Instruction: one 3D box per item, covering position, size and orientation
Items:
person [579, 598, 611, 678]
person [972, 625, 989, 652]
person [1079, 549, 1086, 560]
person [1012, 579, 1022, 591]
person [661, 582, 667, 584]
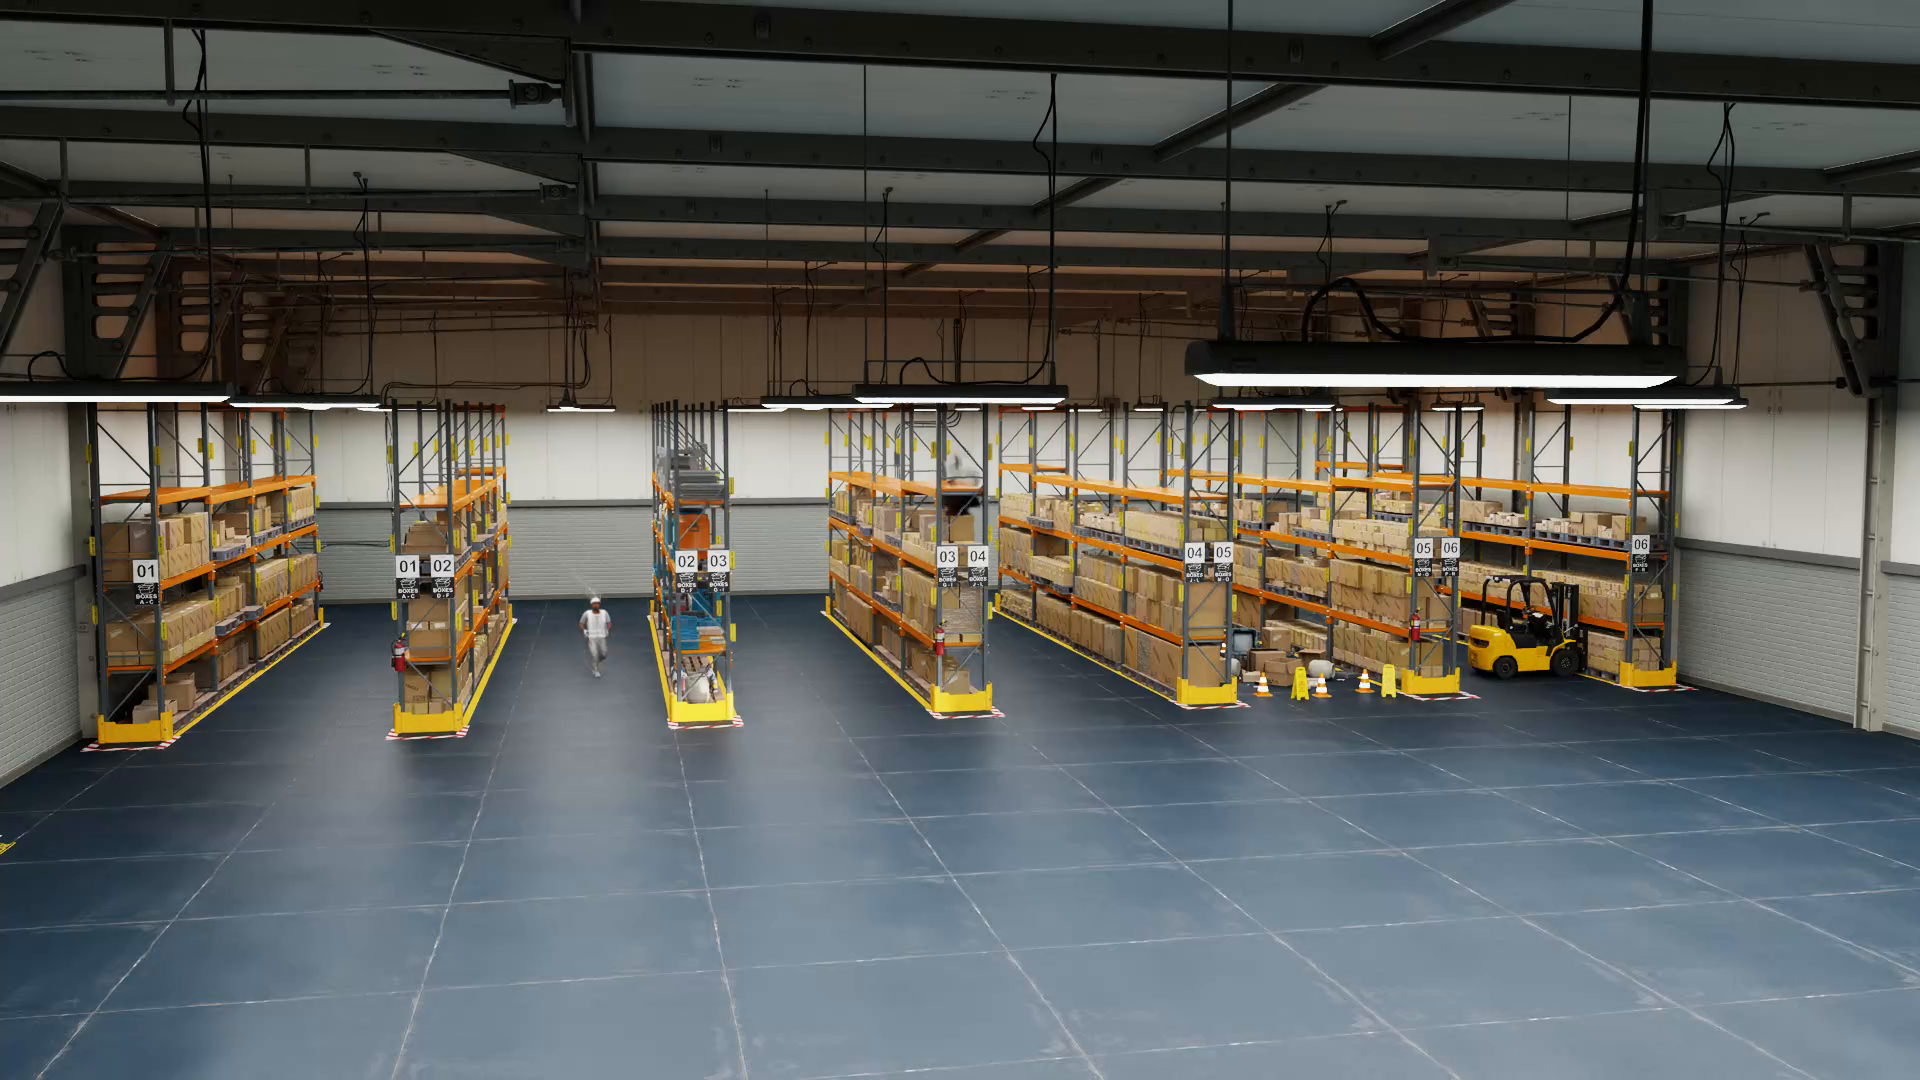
[{"bbox_3d":[-7.952,2.121,36.305,0.685,1.735,0.675,-2,5,-23],"label":"person"},{"bbox_3d":[-2.768,1.123,22.308,16.968,5.894,31.560,-1,5,-17],"label":"person"},{"bbox_3d":[3.778,1.098,50.550,0.668,1.625,0.618,-1,4,-10],"label":"person"},{"bbox_3d":[1.771,1.149,50.153,0.558,1.597,0.681,2,5,26],"label":"person"},{"bbox_3d":[0.503,1.483,45.151,17.394,1.690,2.542,-1,5,-17],"label":"person"}]
